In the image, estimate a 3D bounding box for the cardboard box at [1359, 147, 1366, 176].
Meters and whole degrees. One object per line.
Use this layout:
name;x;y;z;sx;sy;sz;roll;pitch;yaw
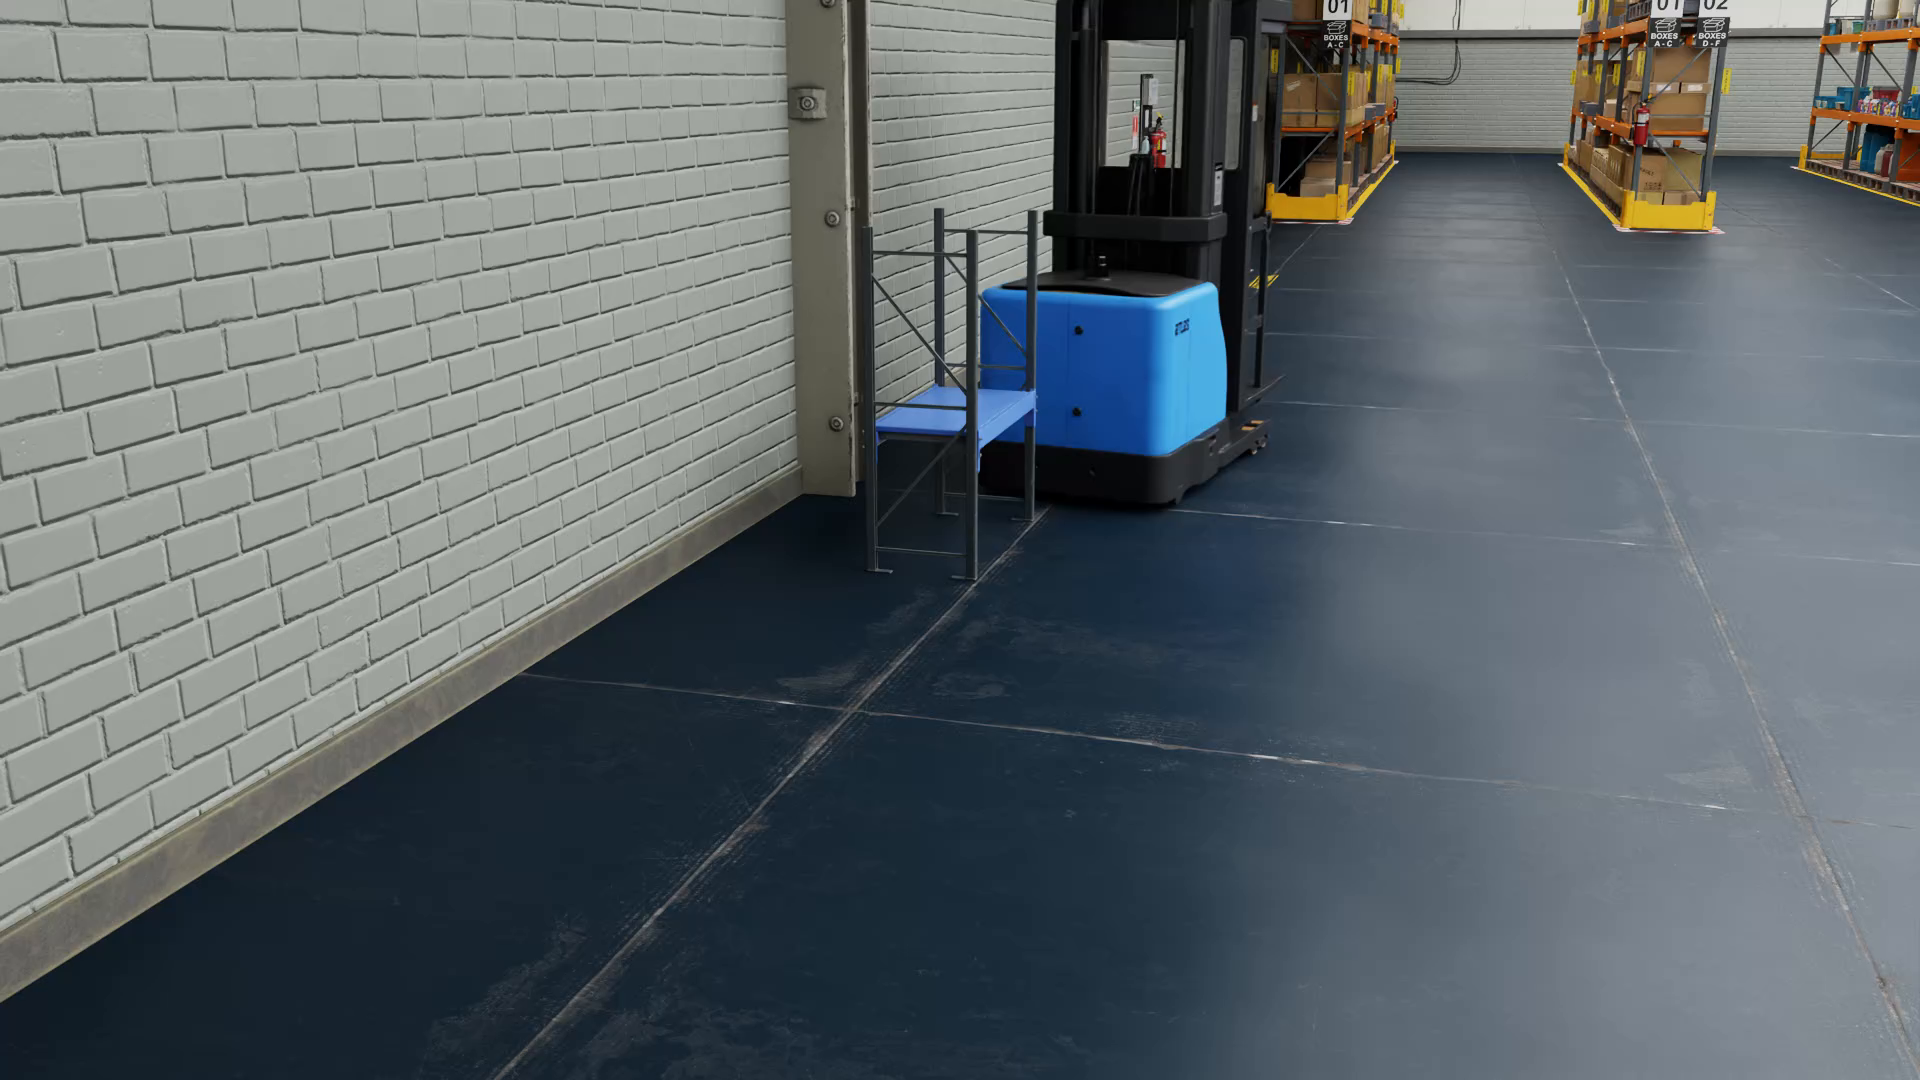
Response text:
cardboard box;7.214;-7.099;31.136;0.700;0.500;0.500;5;17;17

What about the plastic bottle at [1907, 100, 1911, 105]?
plastic bottle;17.792;-8.113;31.171;0.097;0.271;0.097;0;16;0

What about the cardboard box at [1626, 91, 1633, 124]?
cardboard box;10.862;-6.784;26.068;0.700;0.500;0.500;4;16;14

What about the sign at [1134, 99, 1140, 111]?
sign;1.775;-4.362;16.676;0.001;0.109;0.331;5;16;16

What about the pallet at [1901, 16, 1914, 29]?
pallet;17.178;-9.059;29.120;1.003;0.211;1.213;5;16;16

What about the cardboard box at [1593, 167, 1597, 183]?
cardboard box;11.405;-6.396;29.152;0.500;0.250;0.500;4;16;14

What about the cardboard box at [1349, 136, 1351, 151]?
cardboard box;6.691;-7.052;29.594;0.500;0.250;0.500;4;16;14

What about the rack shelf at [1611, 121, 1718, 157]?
rack shelf;10.414;-5.984;24.746;1.077;0.370;4.000;5;16;16

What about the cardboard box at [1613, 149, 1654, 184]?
cardboard box;10.126;-5.603;24.982;0.500;0.500;0.500;5;16;16

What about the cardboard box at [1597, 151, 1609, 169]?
cardboard box;11.255;-6.528;28.590;0.500;0.311;0.500;4;16;15

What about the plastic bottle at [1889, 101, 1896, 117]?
plastic bottle;16.744;-7.731;29.826;0.097;0.271;0.097;0;16;0

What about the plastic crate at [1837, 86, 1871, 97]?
plastic crate;19.225;-9.551;35.831;0.616;0.435;0.499;5;16;16

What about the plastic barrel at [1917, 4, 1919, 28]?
plastic barrel;16.485;-8.954;28.197;0.421;0.512;0.421;0;16;0

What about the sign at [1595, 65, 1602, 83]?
sign;11.596;-8.458;30.175;0.100;0.325;0.005;5;16;16

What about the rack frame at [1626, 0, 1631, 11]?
rack frame;10.982;-9.739;25.674;1.000;3.000;0.127;5;16;16

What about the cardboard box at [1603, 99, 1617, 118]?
cardboard box;11.679;-7.638;29.423;0.500;0.311;0.500;4;16;15

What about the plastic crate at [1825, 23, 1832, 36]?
plastic crate;18.764;-10.908;35.533;0.497;0.269;0.590;5;16;16

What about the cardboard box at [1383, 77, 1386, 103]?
cardboard box;8.480;-9.255;34.198;0.500;0.500;0.500;5;17;16

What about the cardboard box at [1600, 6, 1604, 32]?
cardboard box;12.503;-9.777;31.121;0.910;0.500;0.500;5;16;16

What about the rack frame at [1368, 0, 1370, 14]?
rack frame;6.232;-10.122;27.025;1.000;3.000;0.127;5;16;16

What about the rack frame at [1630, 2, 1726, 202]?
rack frame;9.846;-5.806;22.803;1.000;3.000;0.127;5;16;16

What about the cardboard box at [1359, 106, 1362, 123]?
cardboard box;6.110;-6.764;26.416;0.500;0.250;0.500;5;16;16

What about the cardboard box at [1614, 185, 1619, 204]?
cardboard box;9.986;-5.111;24.623;0.500;0.250;0.500;5;16;16

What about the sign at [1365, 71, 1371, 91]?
sign;6.754;-7.612;27.584;0.100;0.325;0.005;5;16;16

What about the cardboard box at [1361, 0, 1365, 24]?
cardboard box;6.048;-8.306;25.900;0.500;0.500;0.500;4;16;14

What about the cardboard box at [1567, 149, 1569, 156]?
cardboard box;13.944;-8.750;37.598;0.380;0.149;0.250;5;16;16

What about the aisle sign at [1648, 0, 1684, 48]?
aisle sign;9.545;-7.063;22.468;0.394;0.787;0.004;5;16;16

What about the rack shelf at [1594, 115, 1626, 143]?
rack shelf;11.551;-7.030;28.436;1.077;0.370;4.000;5;16;16

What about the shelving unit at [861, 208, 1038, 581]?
shelving unit;-0.024;-0.699;7.546;0.538;1.500;1.048;5;16;16

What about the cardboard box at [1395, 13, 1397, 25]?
cardboard box;9.398;-11.512;36.743;0.500;0.250;0.500;4;16;14

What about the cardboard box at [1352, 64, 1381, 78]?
cardboard box;7.753;-8.950;31.749;0.500;0.250;0.500;5;17;17

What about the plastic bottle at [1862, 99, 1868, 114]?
plastic bottle;17.403;-8.314;31.871;0.152;0.276;0.135;5;16;16

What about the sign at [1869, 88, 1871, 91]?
sign;19.673;-9.647;36.046;0.100;0.325;0.005;5;16;16

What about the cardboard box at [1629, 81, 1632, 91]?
cardboard box;10.577;-7.024;25.726;0.380;0.149;0.250;4;16;14

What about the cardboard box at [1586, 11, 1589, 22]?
cardboard box;13.423;-10.967;34.858;0.500;0.250;0.500;5;16;16

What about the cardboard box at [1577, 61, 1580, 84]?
cardboard box;13.872;-10.288;36.590;0.500;0.500;0.500;5;17;16

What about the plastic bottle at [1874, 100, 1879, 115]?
plastic bottle;17.091;-8.051;30.952;0.097;0.271;0.097;0;16;0

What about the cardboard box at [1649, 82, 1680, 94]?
cardboard box;9.772;-6.281;23.106;0.380;0.149;0.250;4;16;15

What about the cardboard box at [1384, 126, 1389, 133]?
cardboard box;9.605;-9.382;38.030;0.380;0.149;0.250;5;17;17

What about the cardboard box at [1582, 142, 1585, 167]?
cardboard box;12.744;-7.707;33.278;0.500;0.500;0.500;5;17;17

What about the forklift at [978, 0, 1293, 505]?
forklift;1.170;-1.943;9.309;1.130;2.935;3.031;7;17;24

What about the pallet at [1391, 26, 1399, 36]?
pallet;9.441;-11.581;37.828;1.003;0.211;1.213;5;16;16

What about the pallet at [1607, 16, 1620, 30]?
pallet;12.012;-9.067;29.148;1.213;0.211;1.003;5;17;18

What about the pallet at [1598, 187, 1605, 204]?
pallet;11.154;-5.707;27.564;1.003;0.211;1.213;5;16;16

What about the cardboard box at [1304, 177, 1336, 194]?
cardboard box;5.540;-5.431;25.601;0.500;0.311;0.500;6;17;20

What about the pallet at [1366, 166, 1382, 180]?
pallet;8.013;-7.460;33.742;1.003;0.211;1.213;5;16;16

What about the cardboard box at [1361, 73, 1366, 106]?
cardboard box;6.258;-7.256;26.777;0.500;0.500;0.500;5;16;16

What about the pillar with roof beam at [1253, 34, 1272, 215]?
pillar with roof beam;8.592;-8.992;23.041;9.100;9.000;0.400;5;16;16

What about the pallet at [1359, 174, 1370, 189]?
pallet;7.145;-6.737;31.193;1.003;0.211;1.213;5;16;16

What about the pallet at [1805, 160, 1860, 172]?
pallet;18.869;-8.053;35.834;1.003;0.211;1.213;5;16;16

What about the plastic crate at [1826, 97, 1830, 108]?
plastic crate;18.381;-9.172;34.866;0.416;0.233;0.300;5;16;16

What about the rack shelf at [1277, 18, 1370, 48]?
rack shelf;5.663;-7.810;25.688;1.077;0.370;4.000;5;16;16

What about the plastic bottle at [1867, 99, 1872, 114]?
plastic bottle;17.238;-8.209;31.489;0.061;0.283;0.133;5;16;16
